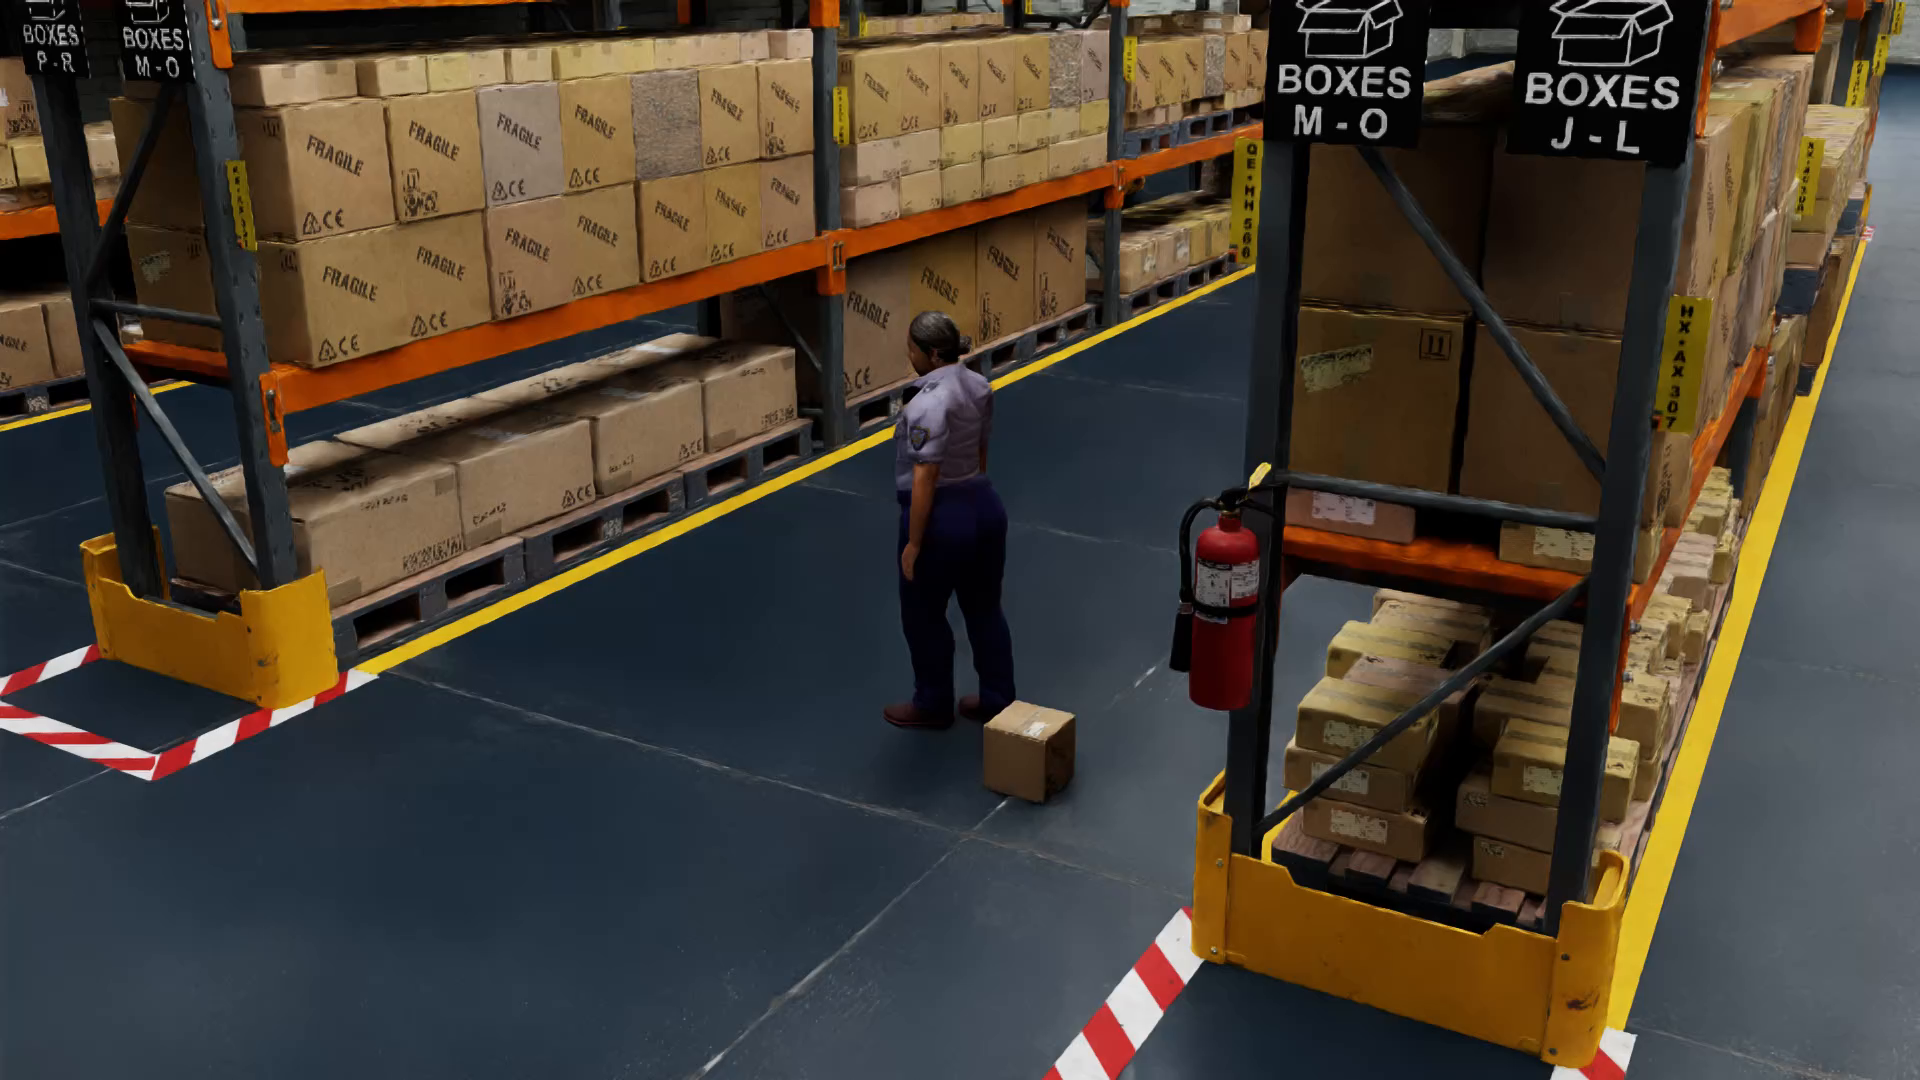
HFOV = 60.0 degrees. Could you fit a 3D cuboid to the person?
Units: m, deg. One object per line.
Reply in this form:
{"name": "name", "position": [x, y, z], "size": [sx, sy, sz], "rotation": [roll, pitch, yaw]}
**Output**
{"name": "person", "position": [-0.059, -0.048, 6.227], "size": [0.494, 1.651, 0.540], "rotation": [16, 25, 37]}
